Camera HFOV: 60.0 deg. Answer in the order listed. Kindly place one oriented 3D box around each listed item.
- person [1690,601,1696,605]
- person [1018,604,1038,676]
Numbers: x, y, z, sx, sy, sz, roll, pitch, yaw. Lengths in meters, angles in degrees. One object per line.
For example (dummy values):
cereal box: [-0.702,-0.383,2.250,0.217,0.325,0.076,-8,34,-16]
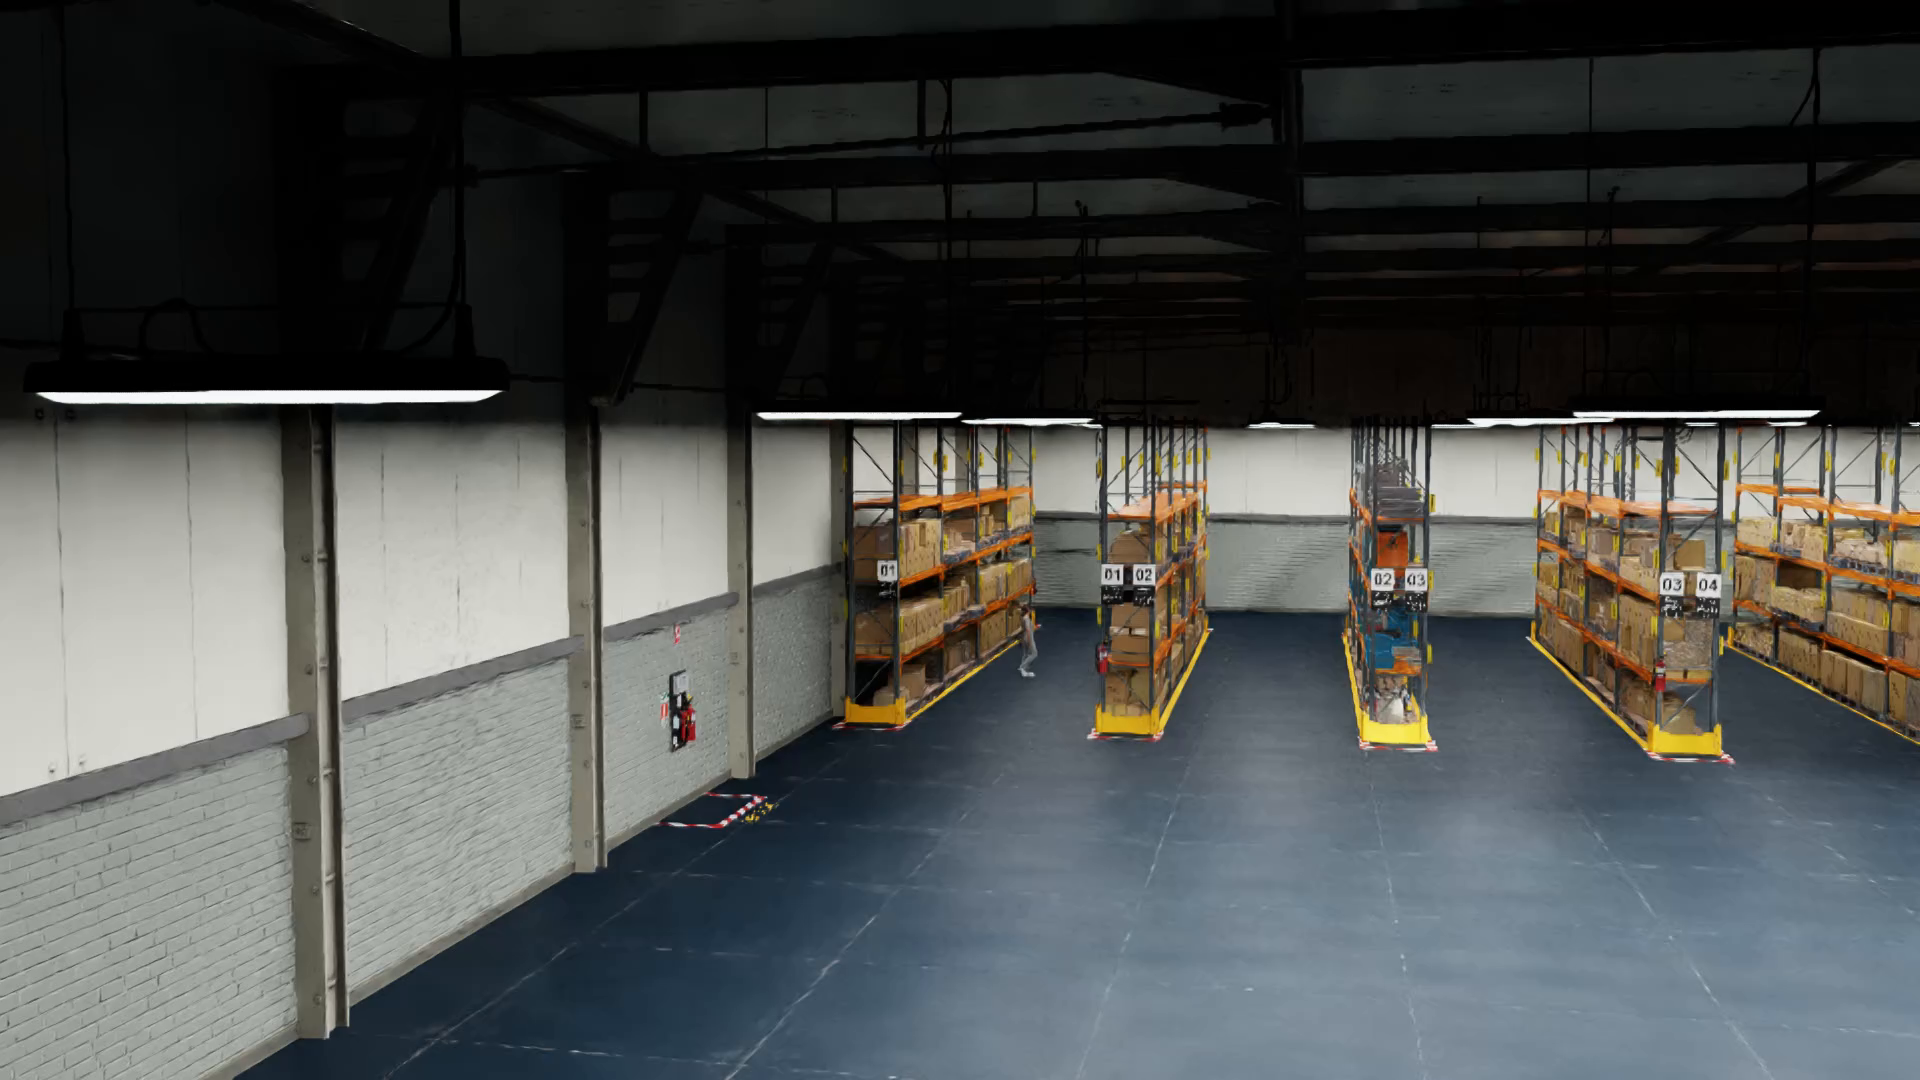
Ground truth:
person: [18.036,2.197,41.047,0.592,1.604,0.518,1,4,9]
person: [1.542,2.324,38.481,0.435,1.671,0.500,-1,4,-14]
